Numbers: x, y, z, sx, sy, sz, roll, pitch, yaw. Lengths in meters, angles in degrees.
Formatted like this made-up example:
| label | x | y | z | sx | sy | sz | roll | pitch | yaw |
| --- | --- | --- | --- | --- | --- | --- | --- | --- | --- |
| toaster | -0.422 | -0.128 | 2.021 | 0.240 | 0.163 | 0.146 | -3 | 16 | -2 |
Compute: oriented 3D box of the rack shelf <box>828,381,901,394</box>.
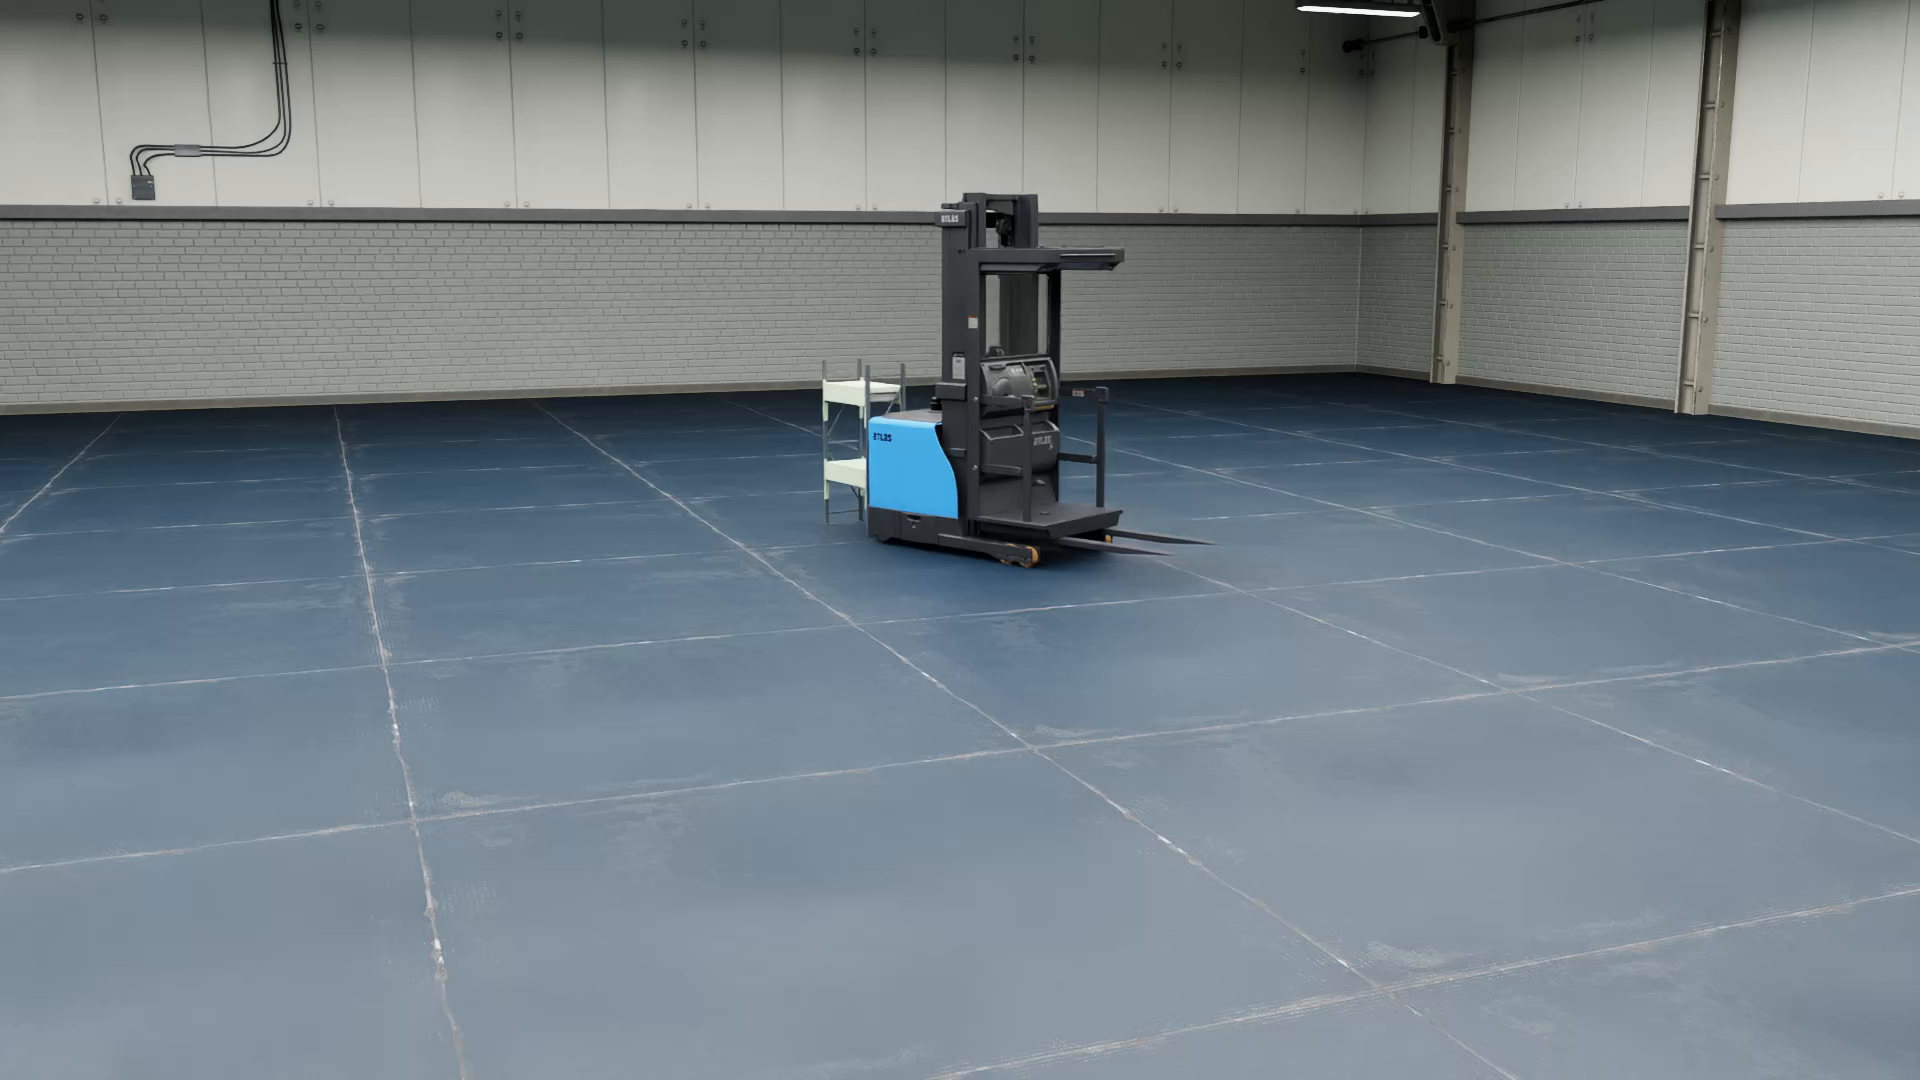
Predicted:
| label | x | y | z | sx | sy | sz | roll | pitch | yaw |
| --- | --- | --- | --- | --- | --- | --- | --- | --- | --- |
| rack shelf | -0.858 | -1.359 | 14.787 | 0.368 | 0.052 | 0.686 | -7 | 12 | -34 |

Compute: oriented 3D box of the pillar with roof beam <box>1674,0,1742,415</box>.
| label | x | y | z | sx | sy | sz | roll | pitch | yaw |
| --- | --- | --- | --- | --- | --- | --- | --- | --- | --- |
| pillar with roof beam | 7.096 | -6.083 | 22.920 | 9.100 | 9.000 | 0.548 | -4 | 11 | -21 |

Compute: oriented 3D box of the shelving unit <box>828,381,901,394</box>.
| label | x | y | z | sx | sy | sz | roll | pitch | yaw |
| --- | --- | --- | --- | --- | --- | --- | --- | --- | --- |
| shelving unit | -0.858 | -1.359 | 14.787 | 0.368 | 0.052 | 0.686 | -7 | 12 | -34 |

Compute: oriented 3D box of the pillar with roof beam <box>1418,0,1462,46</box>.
| label | x | y | z | sx | sy | sz | roll | pitch | yaw |
| --- | --- | --- | --- | --- | --- | --- | --- | --- | --- |
| pillar with roof beam | 4.743 | -10.010 | 27.831 | 8.718 | 2.987 | 0.548 | -4 | 11 | -21 |

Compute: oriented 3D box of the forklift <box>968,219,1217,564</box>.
| label | x | y | z | sx | sy | sz | roll | pitch | yaw |
| --- | --- | --- | --- | --- | --- | --- | --- | --- | --- |
| forklift | 0.977 | -1.183 | 13.270 | 2.170 | 2.733 | 1.118 | 9 | 13 | 40 |

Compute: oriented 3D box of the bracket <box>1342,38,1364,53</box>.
| label | x | y | z | sx | sy | sz | roll | pitch | yaw |
| --- | --- | --- | --- | --- | --- | --- | --- | --- | --- |
| bracket | 7.594 | -9.539 | 32.076 | 0.235 | 0.232 | 0.430 | -4 | 11 | -21 |
